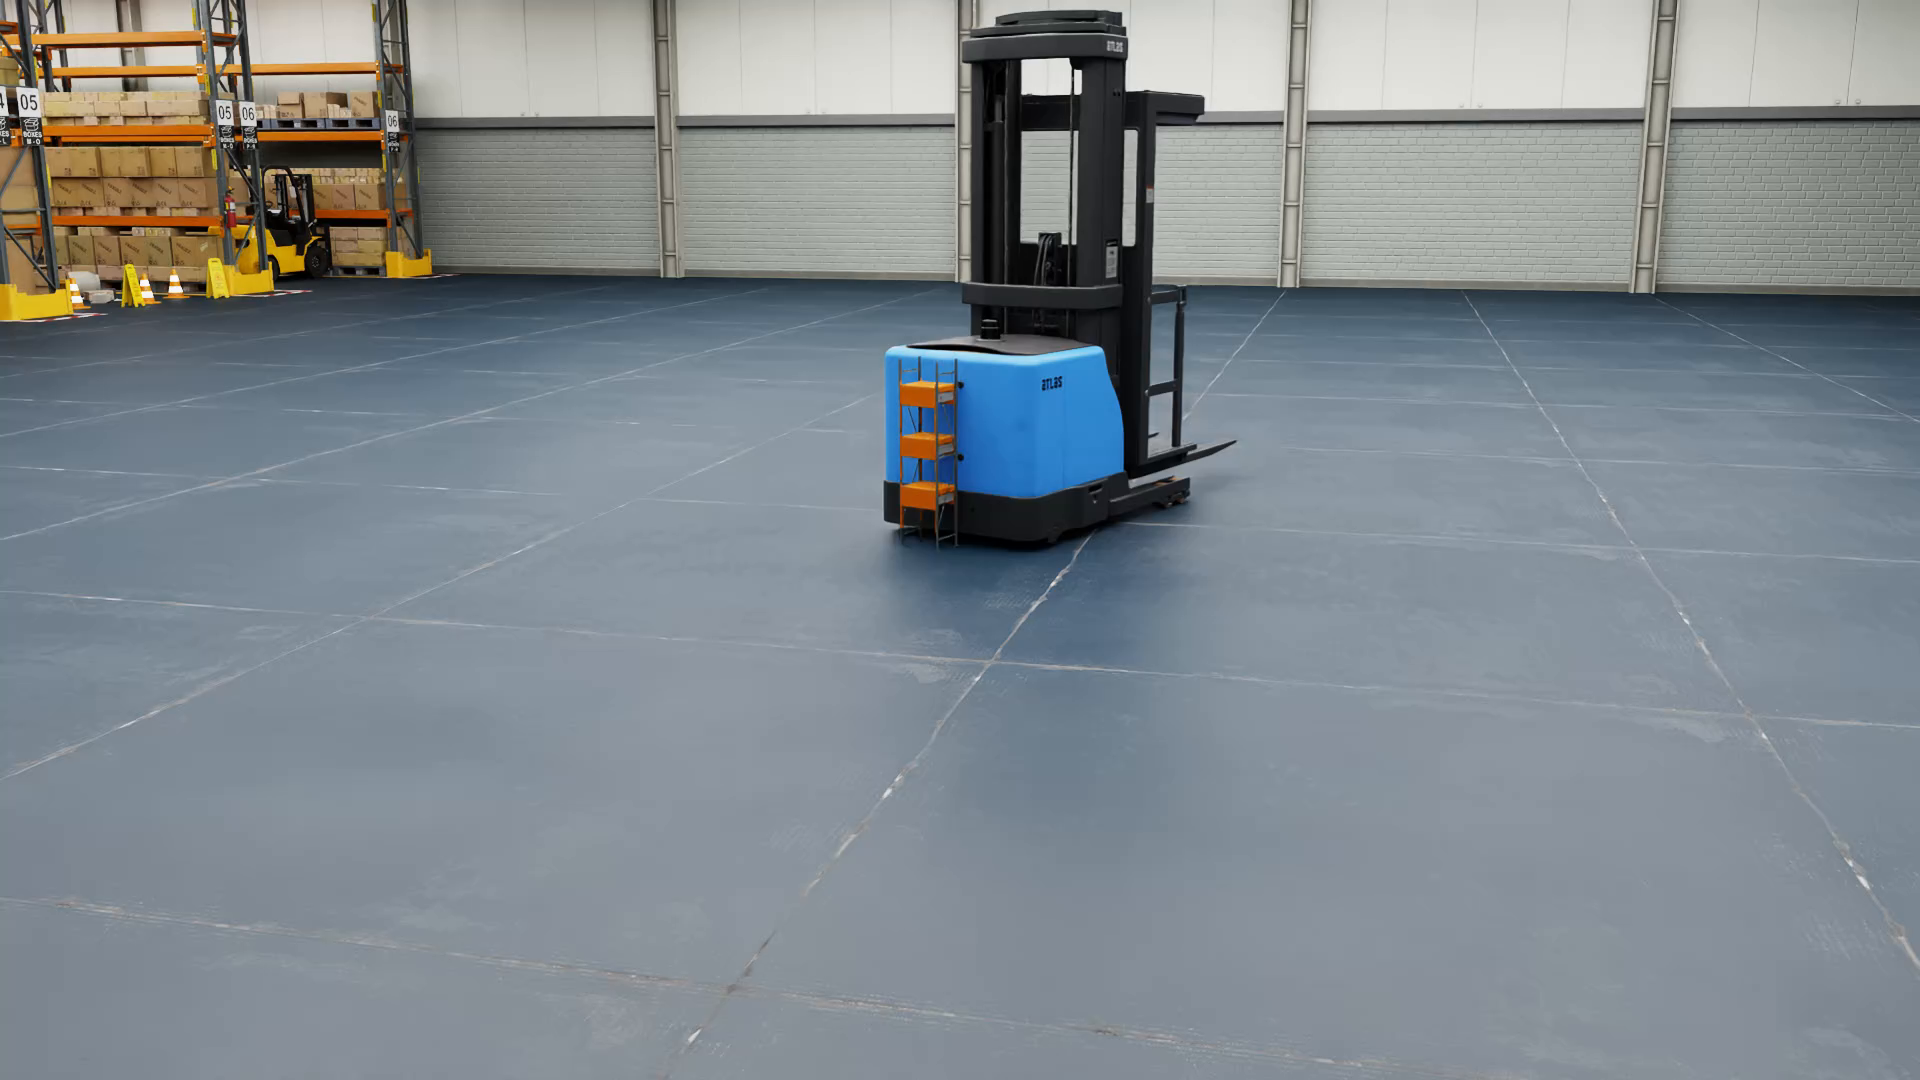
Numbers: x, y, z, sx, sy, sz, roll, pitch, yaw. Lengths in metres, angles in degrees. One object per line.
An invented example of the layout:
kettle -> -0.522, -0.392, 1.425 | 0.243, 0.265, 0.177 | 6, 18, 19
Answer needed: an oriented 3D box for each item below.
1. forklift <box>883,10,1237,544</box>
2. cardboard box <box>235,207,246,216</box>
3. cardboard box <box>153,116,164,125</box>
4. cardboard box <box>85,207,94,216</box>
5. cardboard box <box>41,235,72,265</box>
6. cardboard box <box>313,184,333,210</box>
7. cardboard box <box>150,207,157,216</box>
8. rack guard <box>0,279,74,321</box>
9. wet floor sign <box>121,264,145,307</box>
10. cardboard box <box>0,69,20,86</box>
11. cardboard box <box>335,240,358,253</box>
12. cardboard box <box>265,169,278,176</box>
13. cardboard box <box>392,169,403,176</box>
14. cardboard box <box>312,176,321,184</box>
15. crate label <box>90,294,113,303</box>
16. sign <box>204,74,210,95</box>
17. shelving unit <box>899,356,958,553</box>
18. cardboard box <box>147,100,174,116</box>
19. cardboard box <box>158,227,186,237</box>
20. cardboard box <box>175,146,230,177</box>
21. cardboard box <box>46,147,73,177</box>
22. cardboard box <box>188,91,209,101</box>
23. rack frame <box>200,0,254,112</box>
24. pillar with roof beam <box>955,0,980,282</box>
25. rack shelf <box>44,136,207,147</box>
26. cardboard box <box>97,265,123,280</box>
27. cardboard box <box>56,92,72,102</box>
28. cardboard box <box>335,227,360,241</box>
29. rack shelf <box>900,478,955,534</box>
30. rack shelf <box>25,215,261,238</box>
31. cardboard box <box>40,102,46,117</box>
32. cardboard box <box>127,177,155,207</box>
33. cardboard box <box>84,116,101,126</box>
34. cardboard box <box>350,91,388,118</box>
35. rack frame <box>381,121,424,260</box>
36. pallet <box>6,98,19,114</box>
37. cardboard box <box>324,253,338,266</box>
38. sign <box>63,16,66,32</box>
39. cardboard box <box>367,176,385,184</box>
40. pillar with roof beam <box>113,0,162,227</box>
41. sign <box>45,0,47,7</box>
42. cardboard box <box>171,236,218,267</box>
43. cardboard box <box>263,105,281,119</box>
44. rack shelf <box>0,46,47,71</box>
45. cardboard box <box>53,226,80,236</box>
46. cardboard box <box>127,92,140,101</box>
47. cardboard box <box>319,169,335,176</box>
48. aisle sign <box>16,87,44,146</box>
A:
forklift -> 0.801, -1.679, 10.258 | 1.130, 2.935, 3.031 | 8, 15, 33
cardboard box -> -12.523, -5.661, 28.627 | 0.250, 0.149, 0.380 | 3, 13, 14
cardboard box -> -13.385, -7.078, 28.089 | 0.250, 0.149, 0.380 | 3, 13, 14
cardboard box -> -14.876, -5.686, 28.743 | 0.250, 0.149, 0.380 | 3, 13, 13
cardboard box -> -15.618, -5.071, 29.037 | 0.500, 0.500, 0.500 | 4, 13, 16
cardboard box -> -12.597, -6.841, 33.135 | 0.500, 0.500, 0.500 | 3, 13, 12
cardboard box -> -13.645, -5.631, 28.495 | 0.250, 0.149, 0.380 | 3, 13, 14
rack guard -> -13.307, -3.454, 23.874 | 0.348, 0.500, 1.175 | 3, 13, 14
wet floor sign -> -12.828, -3.942, 25.734 | 0.232, 0.644, 0.267 | 1, 13, 4
cardboard box -> -13.737, -6.545, 23.568 | 0.500, 0.250, 0.500 | 3, 13, 13
cardboard box -> -12.089, -5.861, 33.173 | 0.500, 0.250, 0.500 | 3, 13, 13
cardboard box -> -13.693, -7.357, 33.277 | 0.250, 0.149, 0.380 | 3, 13, 13
cardboard box -> -11.332, -7.339, 33.198 | 0.250, 0.149, 0.380 | 3, 13, 12
cardboard box -> -12.712, -7.152, 33.041 | 0.250, 0.149, 0.380 | 3, 13, 14
crate label -> -13.683, -3.852, 26.506 | 0.298, 0.136, 0.250 | -4, 13, -16
sign -> -12.395, -7.503, 27.382 | 0.005, 0.325, 0.100 | 3, 13, 14
shelving unit -> -0.173, -0.475, 9.174 | 0.252, 1.050, 0.215 | 8, 15, 33
cardboard box -> -13.289, -7.258, 27.979 | 0.500, 0.250, 0.500 | 3, 13, 13
cardboard box -> -13.455, -5.259, 28.388 | 0.250, 0.149, 0.380 | 3, 13, 15
cardboard box -> -12.791, -6.385, 28.085 | 0.500, 0.500, 0.700 | 3, 13, 12
cardboard box -> -15.260, -6.512, 28.660 | 0.500, 0.500, 0.700 | 3, 13, 14
cardboard box -> -12.642, -7.409, 27.739 | 0.250, 0.149, 0.380 | 3, 13, 14
rack frame -> -12.243, -8.651, 27.674 | 0.127, 3.000, 1.000 | 3, 13, 14
pillar with roof beam -> -0.898, -8.393, 26.510 | 0.400, 9.000, 9.100 | 3, 13, 14
rack shelf -> -16.882, -8.191, 34.186 | 4.000, 0.370, 1.077 | 3, 13, 14
cardboard box -> -14.581, -4.653, 28.883 | 0.500, 0.250, 0.500 | 3, 13, 13
cardboard box -> -15.136, -7.534, 28.303 | 0.250, 0.149, 0.380 | 3, 13, 13
cardboard box -> -12.076, -6.101, 33.100 | 0.500, 0.250, 0.500 | 3, 13, 15
rack shelf -> -0.173, -0.193, 9.237 | 0.240, 0.259, 0.215 | 8, 15, 33
rack shelf -> -14.184, -5.475, 28.870 | 4.000, 0.370, 1.077 | 3, 13, 14
cardboard box -> -15.764, -7.386, 28.557 | 0.500, 0.250, 0.500 | 3, 13, 12
cardboard box -> -13.805, -5.940, 28.389 | 0.500, 0.500, 0.500 | 3, 13, 13
cardboard box -> -14.652, -7.118, 28.272 | 0.250, 0.149, 0.380 | 3, 13, 12
cardboard box -> -11.545, -8.505, 32.510 | 0.500, 0.500, 0.500 | 3, 13, 15
rack frame -> -11.057, -6.766, 33.030 | 0.127, 3.000, 1.000 | 3, 13, 14
pallet -> -14.053, -6.133, 23.457 | 1.213, 0.211, 1.003 | 3, 13, 14
cardboard box -> -12.553, -5.642, 33.343 | 0.500, 0.250, 0.500 | 3, 13, 14
sign -> -18.694, -10.760, 34.660 | 0.005, 0.325, 0.100 | 3, 13, 14
cardboard box -> -11.461, -7.091, 32.764 | 0.250, 0.149, 0.380 | 3, 13, 14
pillar with roof beam -> -18.374, -9.327, 30.720 | 0.400, 9.000, 9.100 | 3, 13, 14
sign -> -15.978, -9.466, 29.010 | 0.005, 0.325, 0.100 | 3, 13, 14
cardboard box -> -13.083, -4.938, 28.436 | 0.500, 0.500, 0.500 | 3, 13, 14
cardboard box -> -13.572, -8.486, 32.964 | 0.258, 0.266, 0.396 | 3, 13, 12
rack shelf -> -18.068, -8.416, 29.199 | 4.000, 0.370, 1.077 | 3, 13, 14
cardboard box -> -15.511, -5.369, 28.881 | 0.250, 0.149, 0.380 | 3, 13, 14
cardboard box -> -13.852, -7.497, 28.137 | 0.250, 0.149, 0.380 | 3, 13, 12
cardboard box -> -12.466, -7.284, 32.949 | 0.250, 0.149, 0.380 | 3, 13, 15
aisle sign -> -13.190, -6.005, 23.595 | 0.004, 0.787, 0.394 | 3, 13, 14
